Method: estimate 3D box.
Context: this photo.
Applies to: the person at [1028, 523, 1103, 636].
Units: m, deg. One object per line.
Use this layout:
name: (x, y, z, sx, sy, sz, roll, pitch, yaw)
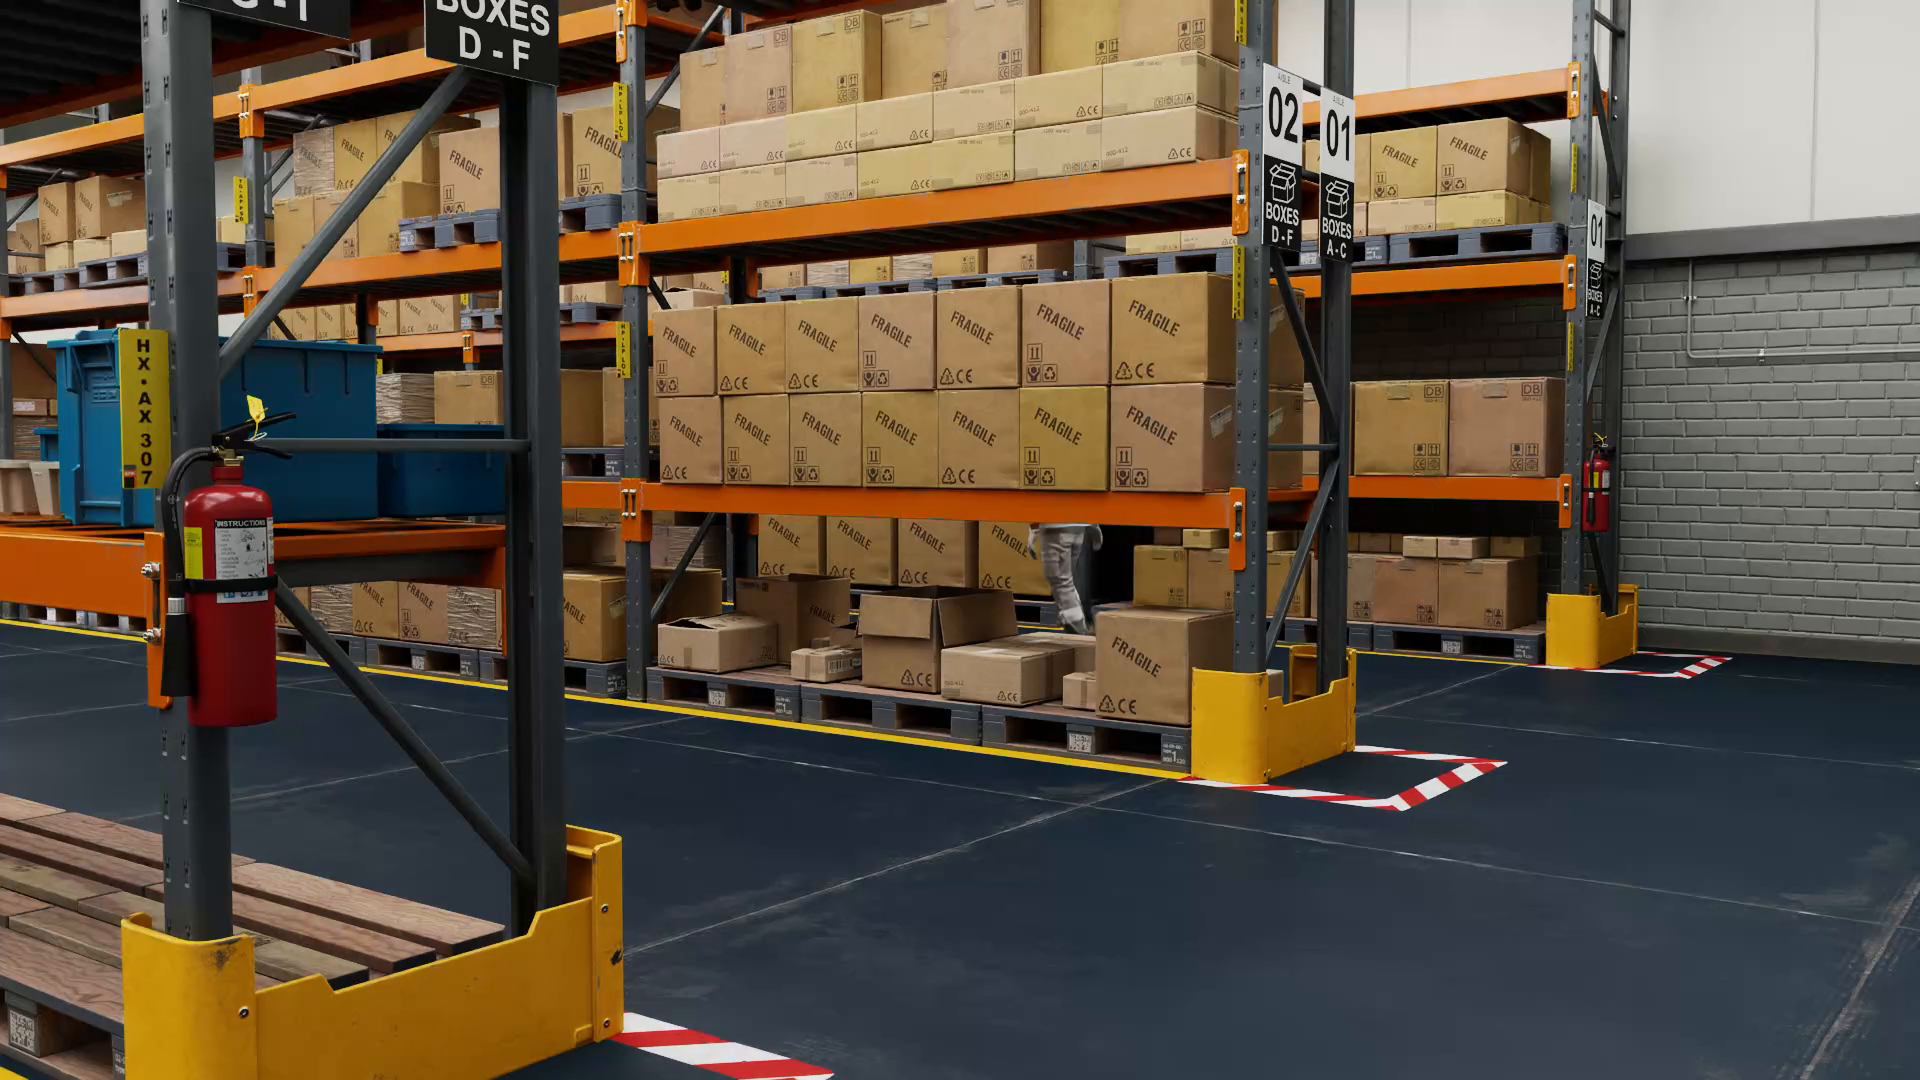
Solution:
person: (0.714, -0.057, 11.796, 0.580, 1.768, 0.502, -3, 4, -42)
